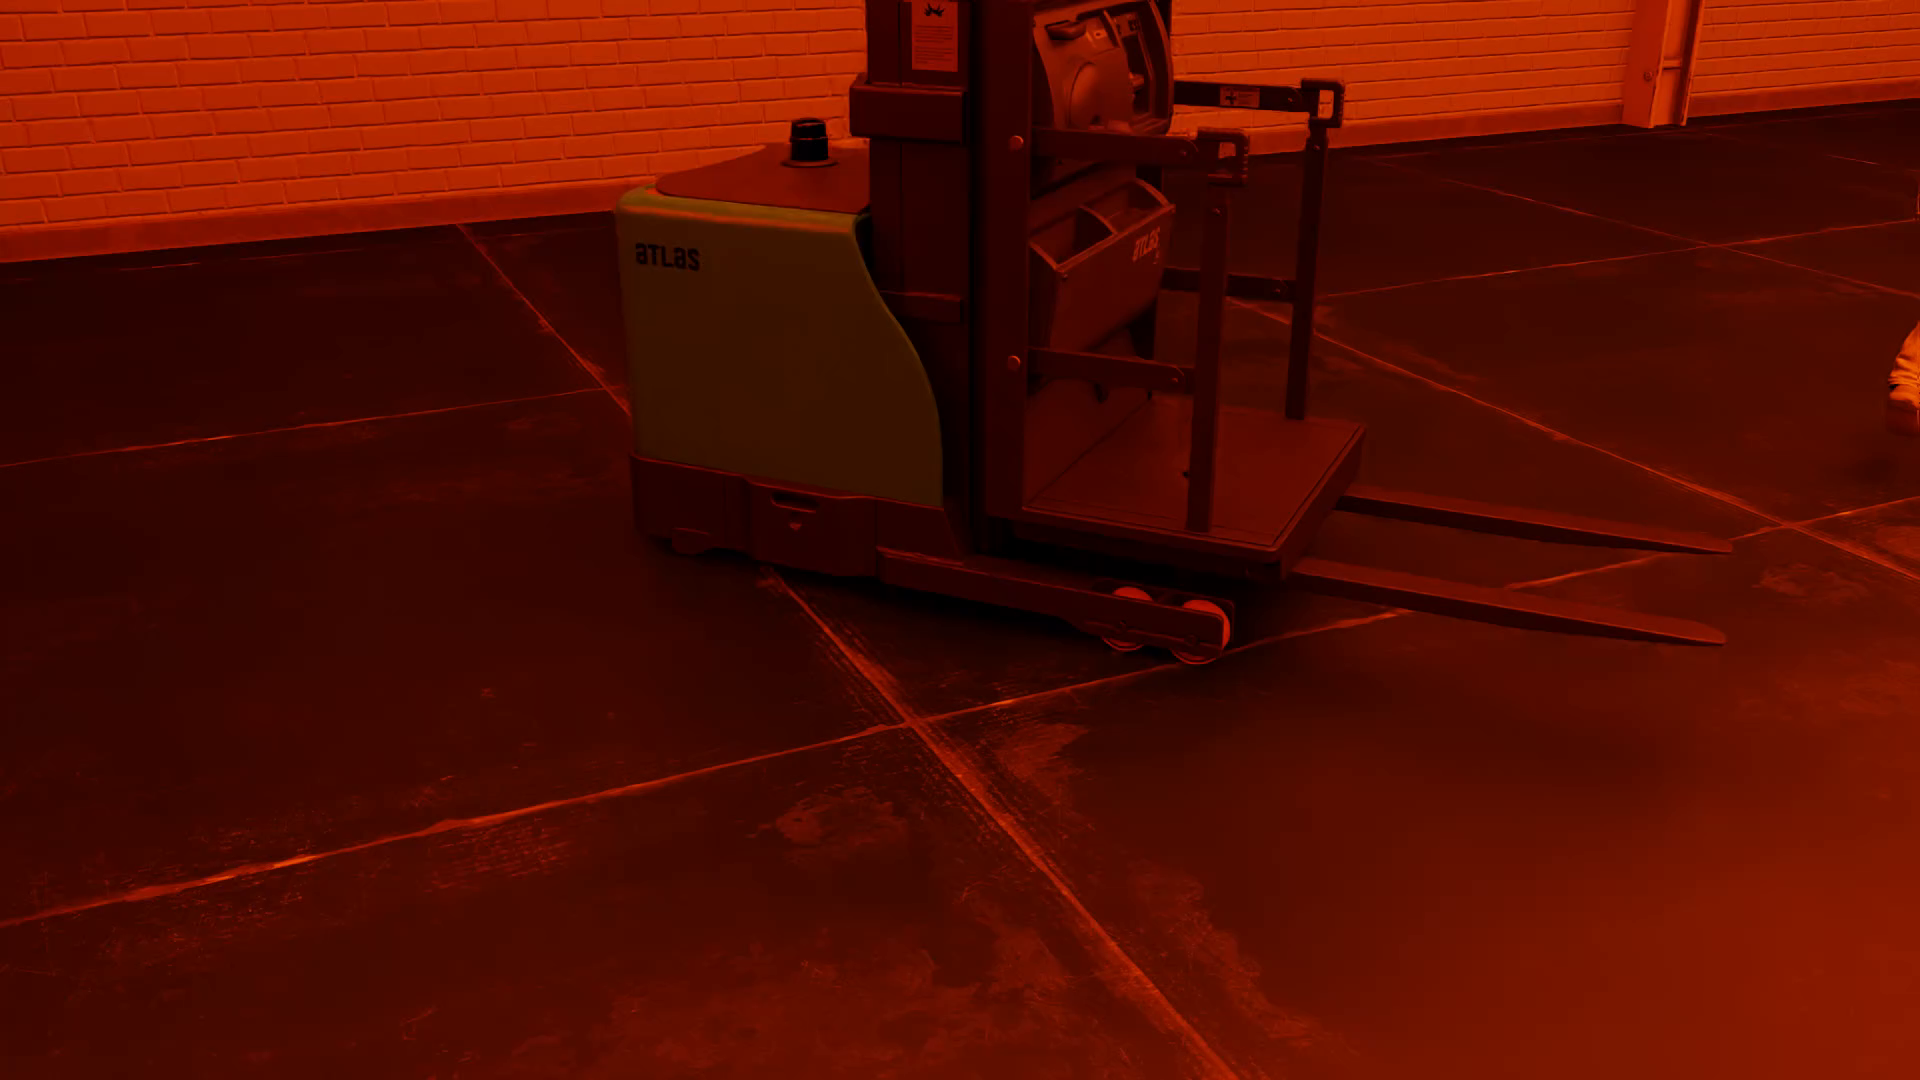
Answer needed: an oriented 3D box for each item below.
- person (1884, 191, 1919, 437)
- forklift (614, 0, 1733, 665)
[{"bbox_3d":[3.470,-1.092,5.438,0.467,1.764,0.731,-13,26,-28],"label":"person"},{"bbox_3d":[0.572,-1.260,4.320,3.031,2.935,1.130,10,25,23],"label":"forklift"}]
